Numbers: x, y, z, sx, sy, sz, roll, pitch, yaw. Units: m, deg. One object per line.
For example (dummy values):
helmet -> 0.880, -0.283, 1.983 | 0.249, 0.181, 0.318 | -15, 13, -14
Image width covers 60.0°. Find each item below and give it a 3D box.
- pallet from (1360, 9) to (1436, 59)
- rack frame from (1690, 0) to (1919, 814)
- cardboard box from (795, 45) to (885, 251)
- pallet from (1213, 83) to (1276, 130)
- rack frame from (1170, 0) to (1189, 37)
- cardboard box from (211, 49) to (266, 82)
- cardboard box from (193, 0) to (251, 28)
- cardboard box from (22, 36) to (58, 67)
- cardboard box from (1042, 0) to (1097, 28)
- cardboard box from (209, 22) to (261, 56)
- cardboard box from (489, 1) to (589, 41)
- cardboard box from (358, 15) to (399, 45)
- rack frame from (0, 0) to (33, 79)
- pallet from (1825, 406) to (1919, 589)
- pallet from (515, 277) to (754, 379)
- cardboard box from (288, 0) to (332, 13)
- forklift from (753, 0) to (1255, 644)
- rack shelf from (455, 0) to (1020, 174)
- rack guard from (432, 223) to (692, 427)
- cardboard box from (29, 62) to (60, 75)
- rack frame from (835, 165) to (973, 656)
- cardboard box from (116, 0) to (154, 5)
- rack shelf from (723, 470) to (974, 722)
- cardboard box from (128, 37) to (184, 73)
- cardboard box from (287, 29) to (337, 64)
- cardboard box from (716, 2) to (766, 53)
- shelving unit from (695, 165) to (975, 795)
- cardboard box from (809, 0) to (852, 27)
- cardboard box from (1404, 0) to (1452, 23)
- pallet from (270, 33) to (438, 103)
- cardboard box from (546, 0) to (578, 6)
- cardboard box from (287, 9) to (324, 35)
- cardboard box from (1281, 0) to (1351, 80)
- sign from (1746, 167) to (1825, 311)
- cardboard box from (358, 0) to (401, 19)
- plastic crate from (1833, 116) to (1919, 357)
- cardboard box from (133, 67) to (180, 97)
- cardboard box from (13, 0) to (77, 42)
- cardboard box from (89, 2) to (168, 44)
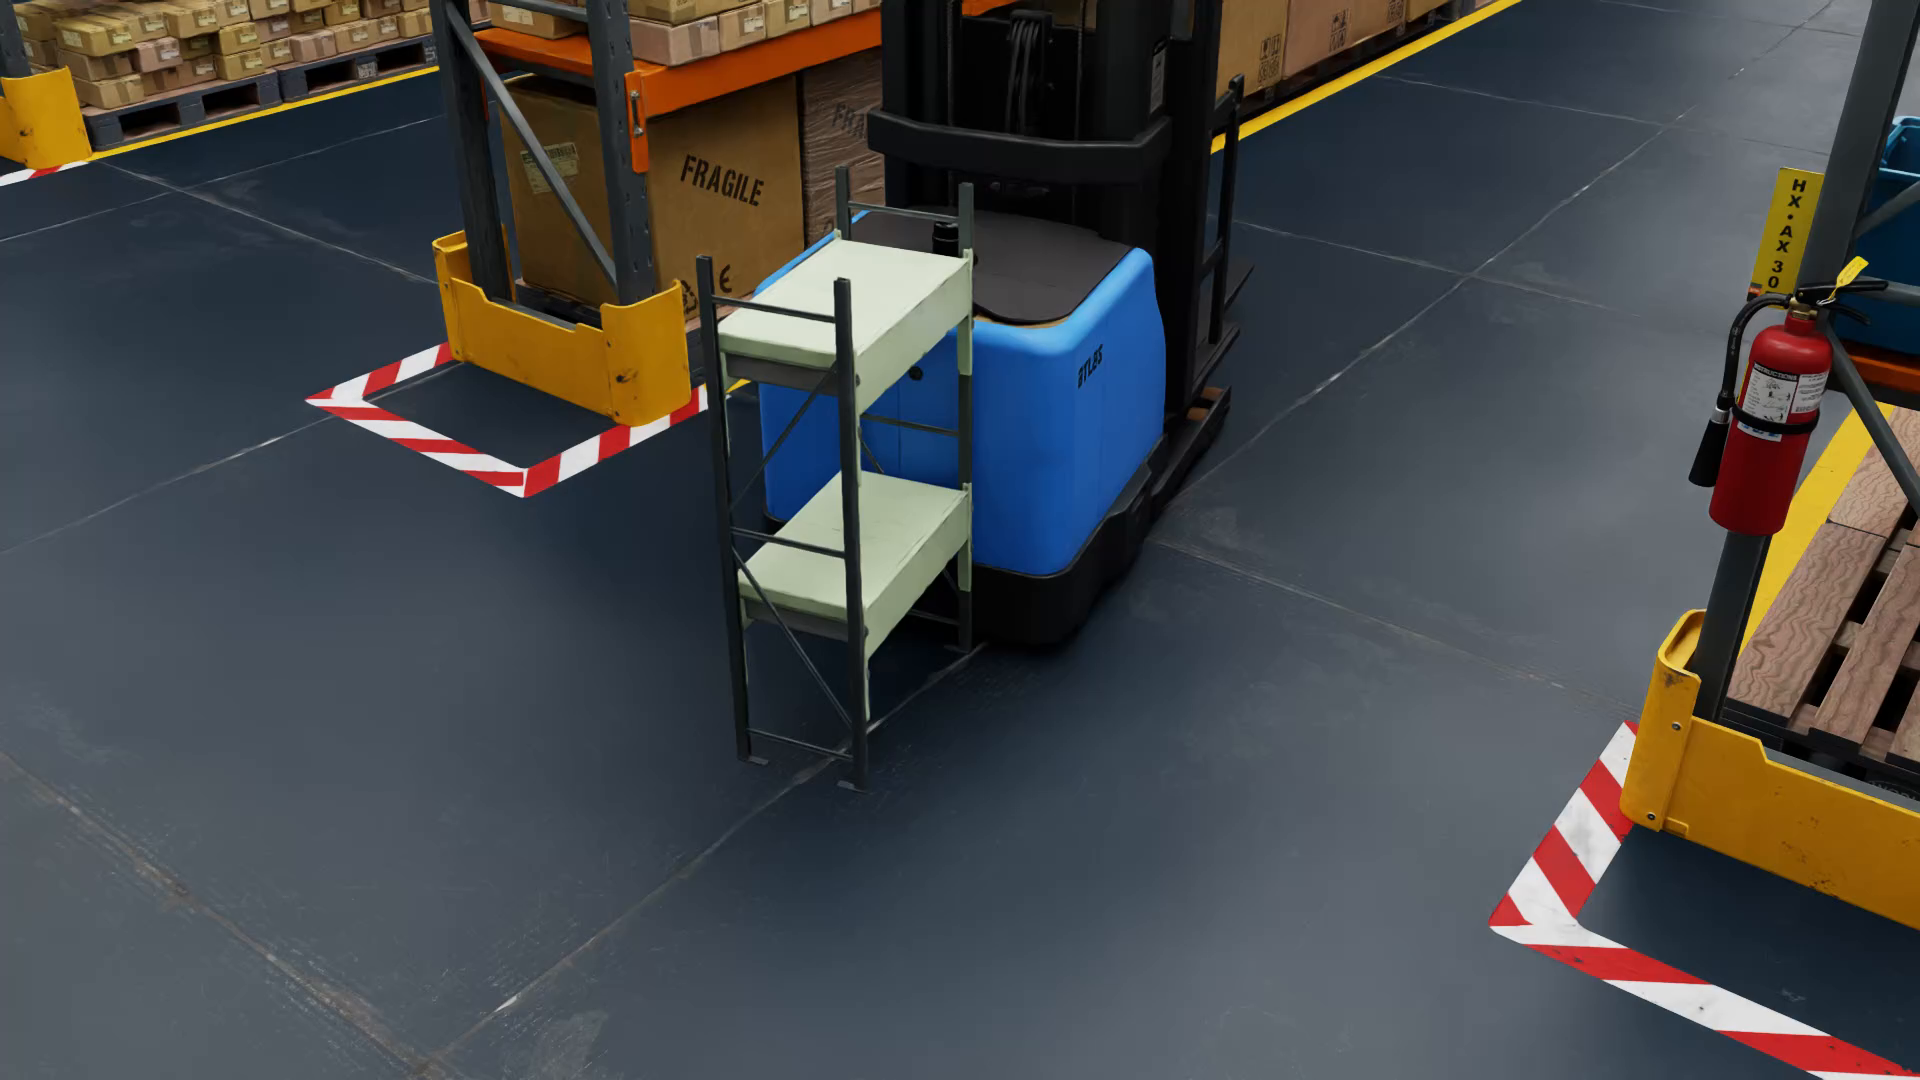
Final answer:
pallet -> 2.683, -3.733, 11.841 | 1.003, 0.211, 1.213 | 21, 37, 31
rack frame -> 2.339, -0.454, 3.573 | 1.000, 3.000, 0.127 | 21, 37, 31
cardboard box -> -0.738, -1.899, 7.684 | 0.875, 0.875, 0.875 | 21, 37, 31
pallet -> 1.210, -2.741, 10.168 | 1.003, 0.211, 1.213 | 21, 37, 31
rack frame -> 0.805, -3.604, 8.889 | 1.000, 3.000, 0.127 | 21, 37, 31
cardboard box -> -4.453, -2.919, 10.117 | 0.380, 0.149, 0.250 | 22, 37, 32
cardboard box -> -4.508, -3.202, 10.012 | 0.380, 0.149, 0.250 | 19, 36, 29
cardboard box -> -5.412, -2.930, 9.844 | 0.380, 0.149, 0.250 | 20, 36, 30
cardboard box -> 0.342, -2.627, 8.912 | 0.875, 0.875, 0.875 | 21, 37, 31
cardboard box -> -4.453, -3.053, 10.052 | 0.380, 0.149, 0.250 | 22, 37, 33
cardboard box -> -1.657, -2.116, 6.624 | 0.380, 0.149, 0.250 | 22, 37, 32
cardboard box -> -3.890, -3.355, 10.854 | 0.380, 0.149, 0.250 | 22, 37, 32
rack frame -> -5.503, -3.545, 8.790 | 1.000, 3.000, 0.127 | 21, 37, 31
pallet -> 3.605, -0.071, 5.663 | 1.003, 0.211, 1.213 | 21, 37, 31
pallet -> -1.190, -1.127, 7.445 | 1.003, 0.211, 1.213 | 21, 37, 31
cardboard box -> -4.137, -3.405, 10.354 | 0.380, 0.149, 0.250 | 22, 37, 32
forklift -> 0.410, -1.678, 5.707 | 1.130, 2.935, 3.031 | 12, 33, 20
rack shelf -> -0.403, -2.481, 7.700 | 1.077, 0.370, 4.000 | 21, 37, 31
rack guard -> -1.624, -0.893, 6.766 | 1.175, 0.500, 0.348 | 21, 37, 31
cardboard box -> -5.352, -2.778, 9.879 | 0.380, 0.149, 0.250 | 22, 37, 32
rack frame -> -0.152, -0.333, 4.840 | 0.400, 1.500, 0.023 | 12, 33, 20
cardboard box -> -5.133, -3.278, 10.139 | 0.380, 0.149, 0.250 | 20, 36, 30
rack shelf -> -0.296, 0.119, 4.717 | 0.431, 0.370, 0.720 | 12, 33, 20
cardboard box -> -4.772, -2.855, 9.719 | 0.380, 0.149, 0.250 | 21, 37, 31
cardboard box -> -4.155, -3.126, 10.468 | 0.380, 0.149, 0.250 | 19, 36, 29
cardboard box -> -0.979, -2.017, 6.458 | 0.380, 0.149, 0.250 | 21, 36, 31
shelving unit -> -0.296, -0.161, 4.551 | 0.431, 1.500, 0.755 | 12, 33, 20
cardboard box -> -0.668, -2.228, 6.813 | 0.380, 0.149, 0.250 | 20, 36, 31
cardboard box -> 2.786, -4.222, 11.604 | 1.225, 0.875, 0.875 | 19, 36, 29
pallet -> -4.202, -3.190, 10.925 | 1.003, 0.211, 1.213 | 21, 37, 31
cardboard box -> -1.529, -2.320, 6.578 | 0.500, 0.250, 0.500 | 20, 36, 31
cardboard box -> -4.238, -3.313, 10.491 | 0.380, 0.149, 0.250 | 23, 38, 34
cardboard box -> 1.714, -3.500, 10.386 | 1.225, 0.875, 0.875 | 20, 36, 30
sign -> 1.891, -0.686, 3.806 | 0.100, 0.325, 0.005 | 21, 37, 31
cardboard box -> -3.872, -3.515, 10.832 | 0.380, 0.149, 0.250 | 19, 36, 29
plastic crate -> 2.392, -0.688, 3.875 | 0.616, 0.435, 0.499 | 21, 37, 31
cardboard box -> -4.839, -2.746, 9.825 | 0.380, 0.149, 0.250 | 21, 37, 31
cardboard box -> -5.386, -3.049, 9.753 | 0.380, 0.149, 0.250 | 22, 37, 32
cardboard box -> -4.846, -3.013, 9.693 | 0.380, 0.149, 0.250 | 22, 37, 32
